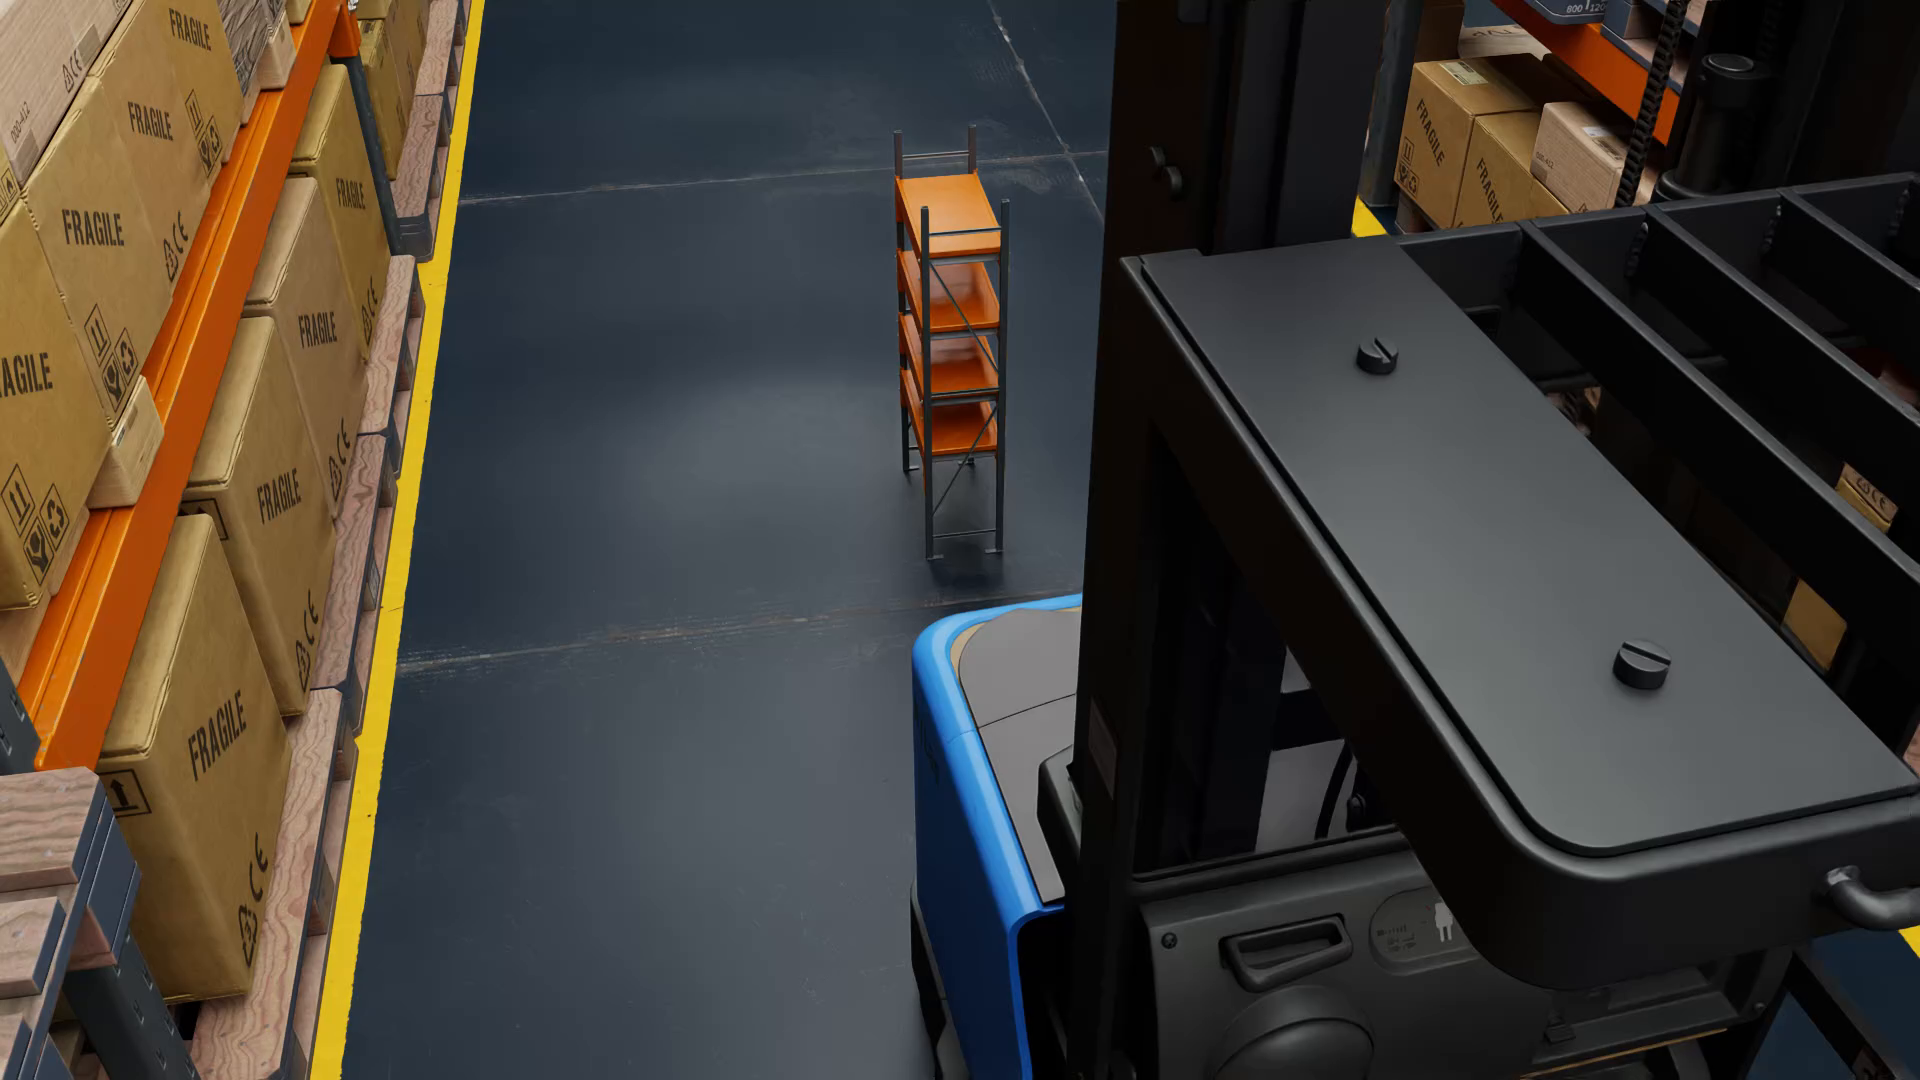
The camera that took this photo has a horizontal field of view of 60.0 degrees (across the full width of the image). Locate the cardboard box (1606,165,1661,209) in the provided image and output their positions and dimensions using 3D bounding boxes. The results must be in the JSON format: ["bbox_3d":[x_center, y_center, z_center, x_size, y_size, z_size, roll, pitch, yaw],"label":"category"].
[{"bbox_3d":[2.325,-0.934,5.075,0.500,0.250,0.500,-7,38,-9],"label":"cardboard box"}]

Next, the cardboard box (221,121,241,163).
[{"bbox_3d":[-2.142,-1.104,4.415,0.380,0.149,0.250,-7,38,-9],"label":"cardboard box"}]

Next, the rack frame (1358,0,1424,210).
[{"bbox_3d":[2.216,-2.677,6.250,1.000,3.000,0.127,-6,38,-8],"label":"rack frame"}]

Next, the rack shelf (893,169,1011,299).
[{"bbox_3d":[-0.029,-0.884,4.770,0.258,0.148,0.480,-6,38,-8],"label":"rack shelf"}]

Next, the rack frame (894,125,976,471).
[{"bbox_3d":[-0.072,-0.721,5.200,0.240,1.200,0.015,-6,38,-8],"label":"rack frame"}]

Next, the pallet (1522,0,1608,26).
[{"bbox_3d":[2.249,-2.106,5.673,1.003,0.211,1.213,-6,38,-8],"label":"pallet"}]

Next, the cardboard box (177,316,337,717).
[{"bbox_3d":[-2.106,-0.030,4.254,0.750,0.750,0.750,-6,38,-8],"label":"cardboard box"}]

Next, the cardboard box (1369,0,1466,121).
[{"bbox_3d":[1.837,-2.177,7.286,0.500,0.500,0.500,-6,38,-8],"label":"cardboard box"}]

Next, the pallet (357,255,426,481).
[{"bbox_3d":[-2.450,-0.582,5.828,1.003,0.211,1.213,-6,38,-8],"label":"pallet"}]

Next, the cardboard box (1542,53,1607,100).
[{"bbox_3d":[2.585,-1.596,6.538,0.500,0.500,0.500,-6,38,-8],"label":"cardboard box"}]

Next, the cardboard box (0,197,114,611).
[{"bbox_3d":[-1.792,-0.211,2.737,0.500,0.500,0.500,-5,38,-7],"label":"cardboard box"}]

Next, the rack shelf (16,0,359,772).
[{"bbox_3d":[-2.309,-0.649,4.227,1.077,0.370,4.000,-6,38,-8],"label":"rack shelf"}]

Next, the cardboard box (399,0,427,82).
[{"bbox_3d":[-2.863,-2.397,7.586,0.700,0.500,0.500,-5,38,-7],"label":"cardboard box"}]

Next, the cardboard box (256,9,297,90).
[{"bbox_3d":[-2.149,-1.412,4.811,0.380,0.149,0.250,-6,38,-8],"label":"cardboard box"}]

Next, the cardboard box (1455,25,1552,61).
[{"bbox_3d":[2.356,-2.065,7.296,0.500,0.311,0.500,-6,38,-8],"label":"cardboard box"}]

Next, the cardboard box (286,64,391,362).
[{"bbox_3d":[-2.418,-1.080,5.605,0.750,0.750,0.750,-6,38,-7],"label":"cardboard box"}]

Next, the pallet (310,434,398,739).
[{"bbox_3d":[-2.233,0.156,4.877,1.003,0.211,1.213,-6,38,-8],"label":"pallet"}]

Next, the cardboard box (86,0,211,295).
[{"bbox_3d":[-1.960,-0.828,3.531,0.500,0.500,0.500,-6,38,-8],"label":"cardboard box"}]

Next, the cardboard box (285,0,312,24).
[{"bbox_3d":[-2.254,-1.727,5.216,0.380,0.149,0.250,-6,38,-7],"label":"cardboard box"}]

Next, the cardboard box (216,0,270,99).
[{"bbox_3d":[-2.152,-1.443,4.322,0.500,0.500,0.500,-6,38,-8],"label":"cardboard box"}]

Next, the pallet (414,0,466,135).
[{"bbox_3d":[-2.933,-2.246,7.970,1.003,0.211,1.213,-6,38,-8],"label":"pallet"}]

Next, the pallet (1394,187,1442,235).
[{"bbox_3d":[2.396,-1.088,6.479,1.003,0.211,1.213,-6,38,-8],"label":"pallet"}]

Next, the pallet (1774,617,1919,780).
[{"bbox_3d":[2.824,0.386,4.582,1.003,0.211,1.213,-6,38,-8],"label":"pallet"}]

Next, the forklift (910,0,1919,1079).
[{"bbox_3d":[0.745,0.652,2.022,1.130,2.935,3.031,-9,39,-11],"label":"forklift"}]

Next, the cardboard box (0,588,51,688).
[{"bbox_3d":[-1.788,0.142,2.811,0.380,0.149,0.250,-7,38,-9],"label":"cardboard box"}]

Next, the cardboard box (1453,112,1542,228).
[{"bbox_3d":[2.166,-1.224,6.059,0.500,0.500,0.500,-6,38,-7],"label":"cardboard box"}]

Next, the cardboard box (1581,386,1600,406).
[{"bbox_3d":[2.334,-0.616,5.276,0.500,0.500,0.500,-8,38,-10],"label":"cardboard box"}]

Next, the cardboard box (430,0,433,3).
[{"bbox_3d":[-3.052,-3.022,8.390,0.700,0.500,0.500,-6,38,-8],"label":"cardboard box"}]

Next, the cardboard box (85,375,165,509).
[{"bbox_3d":[-1.787,-0.181,3.226,0.380,0.149,0.250,-5,38,-7],"label":"cardboard box"}]

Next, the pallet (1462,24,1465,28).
[{"bbox_3d":[1.880,-2.729,8.590,1.003,0.211,1.213,-6,38,-8],"label":"pallet"}]

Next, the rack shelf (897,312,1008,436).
[{"bbox_3d":[-0.029,-0.521,5.052,0.258,0.148,0.480,-6,38,-8],"label":"rack shelf"}]

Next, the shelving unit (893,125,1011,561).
[{"bbox_3d":[-0.029,-0.574,5.011,0.258,1.200,0.503,-6,38,-8],"label":"shelving unit"}]

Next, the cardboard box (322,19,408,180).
[{"bbox_3d":[-2.690,-1.783,6.795,0.700,0.500,0.500,-6,38,-7],"label":"cardboard box"}]

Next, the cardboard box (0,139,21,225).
[{"bbox_3d":[-1.789,-0.506,2.505,0.500,0.250,0.500,-5,38,-7],"label":"cardboard box"}]
